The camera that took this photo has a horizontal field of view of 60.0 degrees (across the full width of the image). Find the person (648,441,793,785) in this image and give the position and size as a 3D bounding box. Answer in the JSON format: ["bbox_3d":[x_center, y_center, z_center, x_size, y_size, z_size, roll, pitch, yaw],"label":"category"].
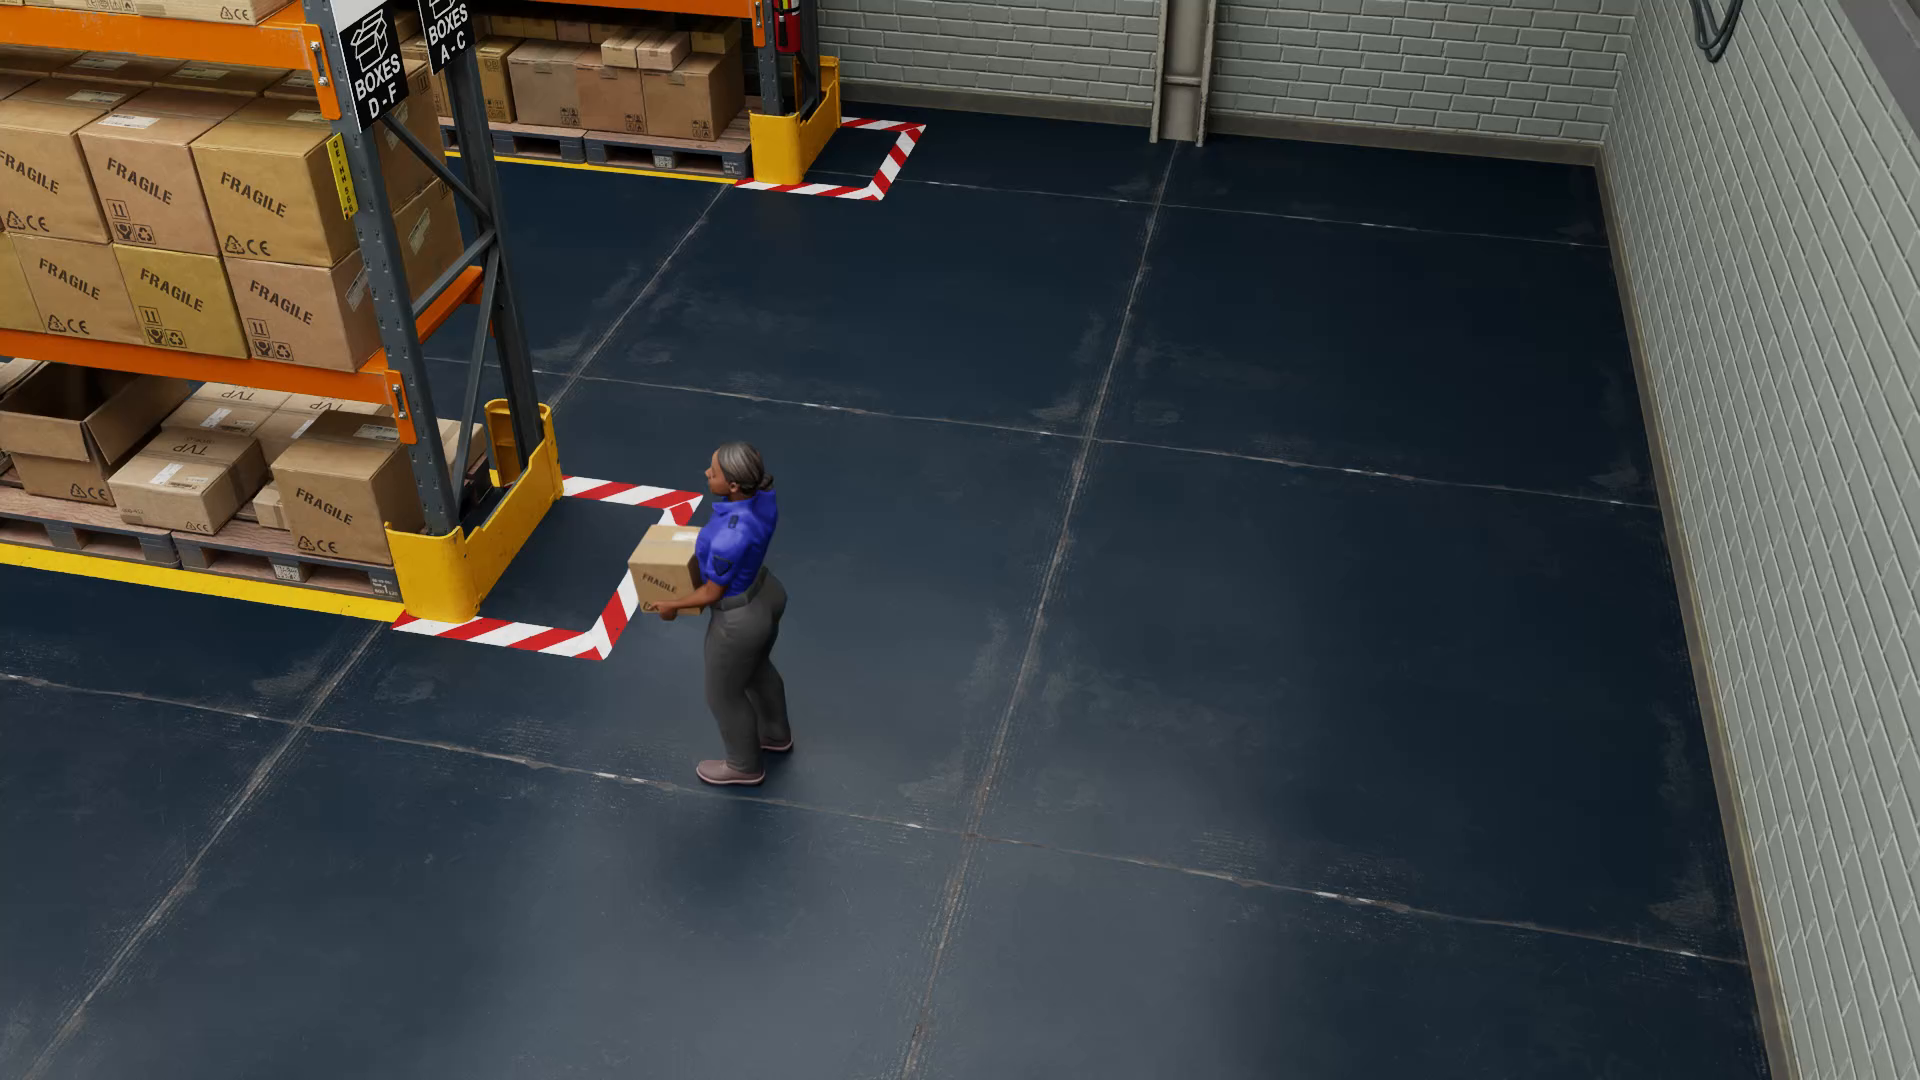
[{"bbox_3d":[-0.939,0.281,6.601,0.512,1.650,0.451,8,38,11],"label":"person"}]
